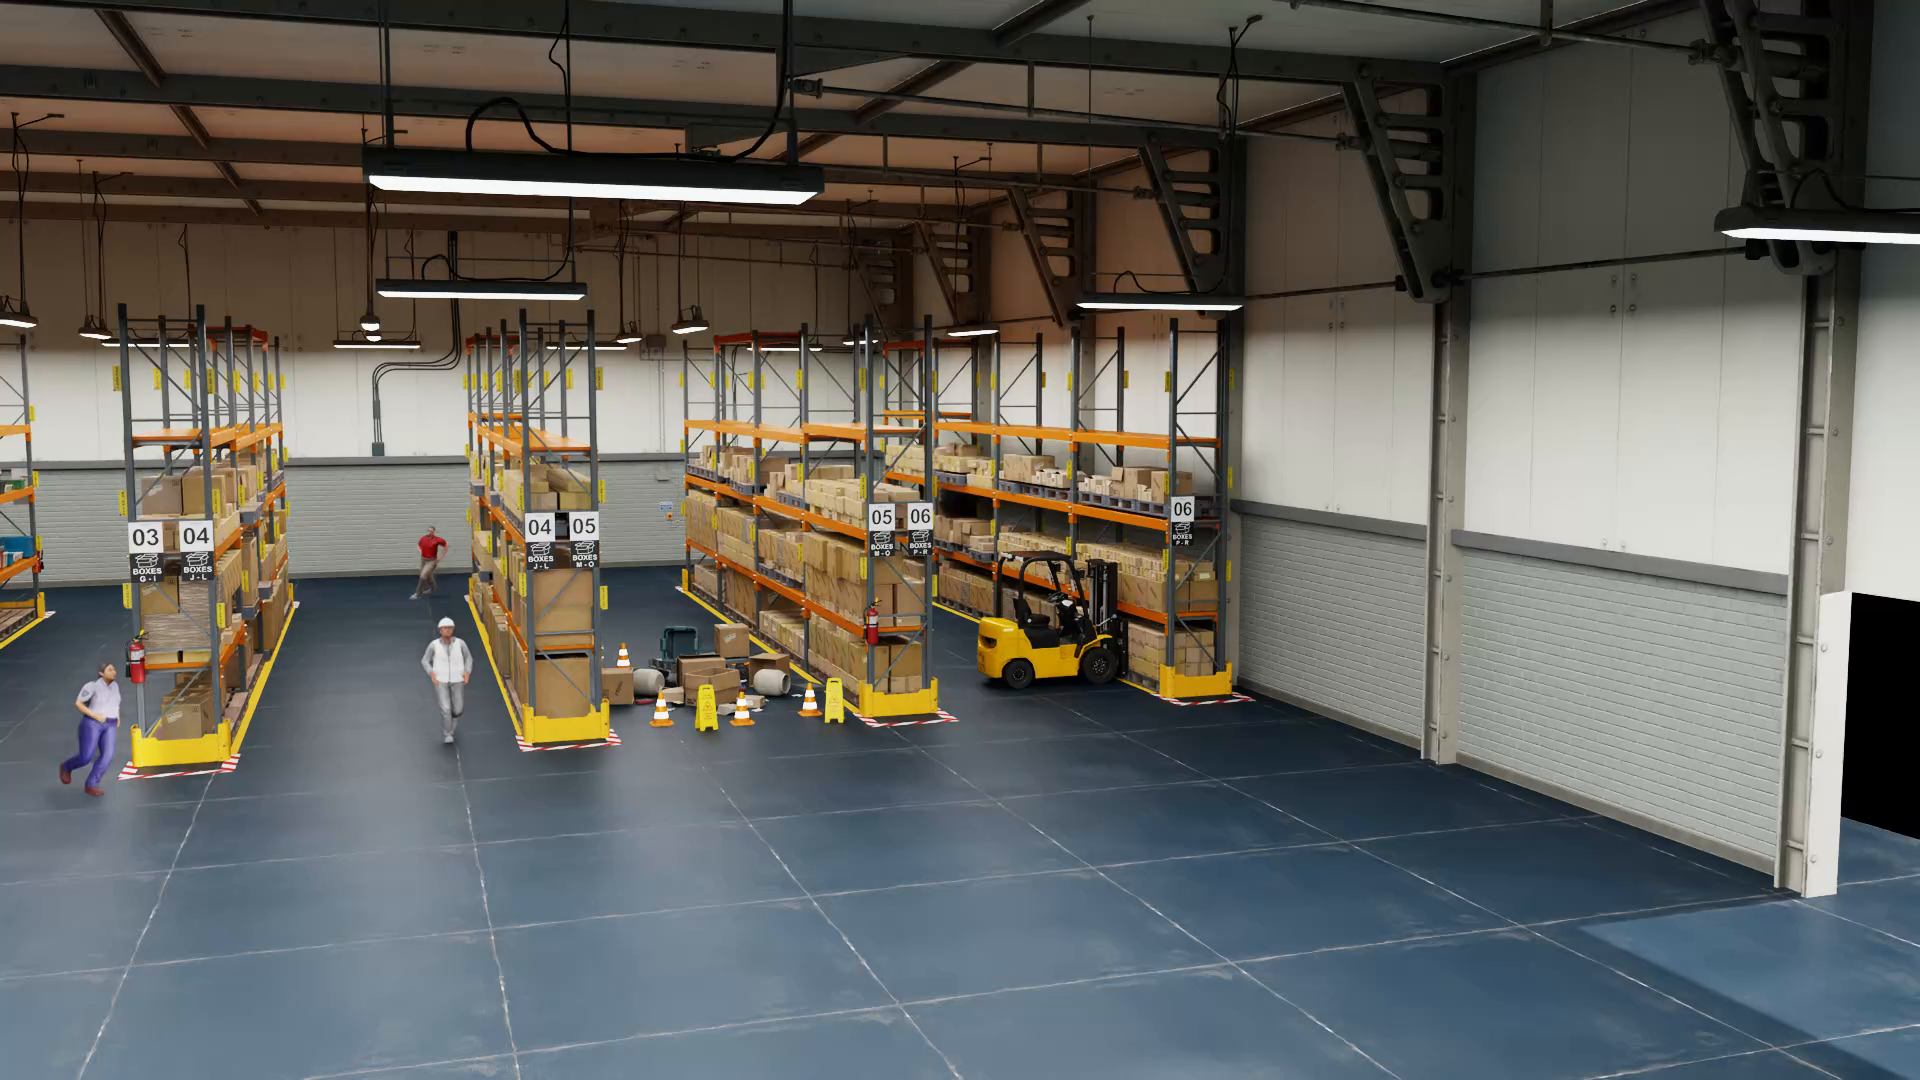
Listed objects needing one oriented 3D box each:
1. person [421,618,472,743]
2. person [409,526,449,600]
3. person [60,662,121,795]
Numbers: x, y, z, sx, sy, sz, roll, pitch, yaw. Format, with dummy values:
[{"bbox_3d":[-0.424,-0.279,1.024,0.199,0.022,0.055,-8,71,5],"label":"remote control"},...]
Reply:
[{"bbox_3d":[-7.151,1.940,23.204,0.688,1.726,0.669,-2,6,-24],"label":"person"},{"bbox_3d":[-12.315,0.523,38.596,0.788,1.721,0.922,2,6,24],"label":"person"},{"bbox_3d":[-10.611,2.296,20.475,0.680,1.581,0.667,3,6,29],"label":"person"}]
